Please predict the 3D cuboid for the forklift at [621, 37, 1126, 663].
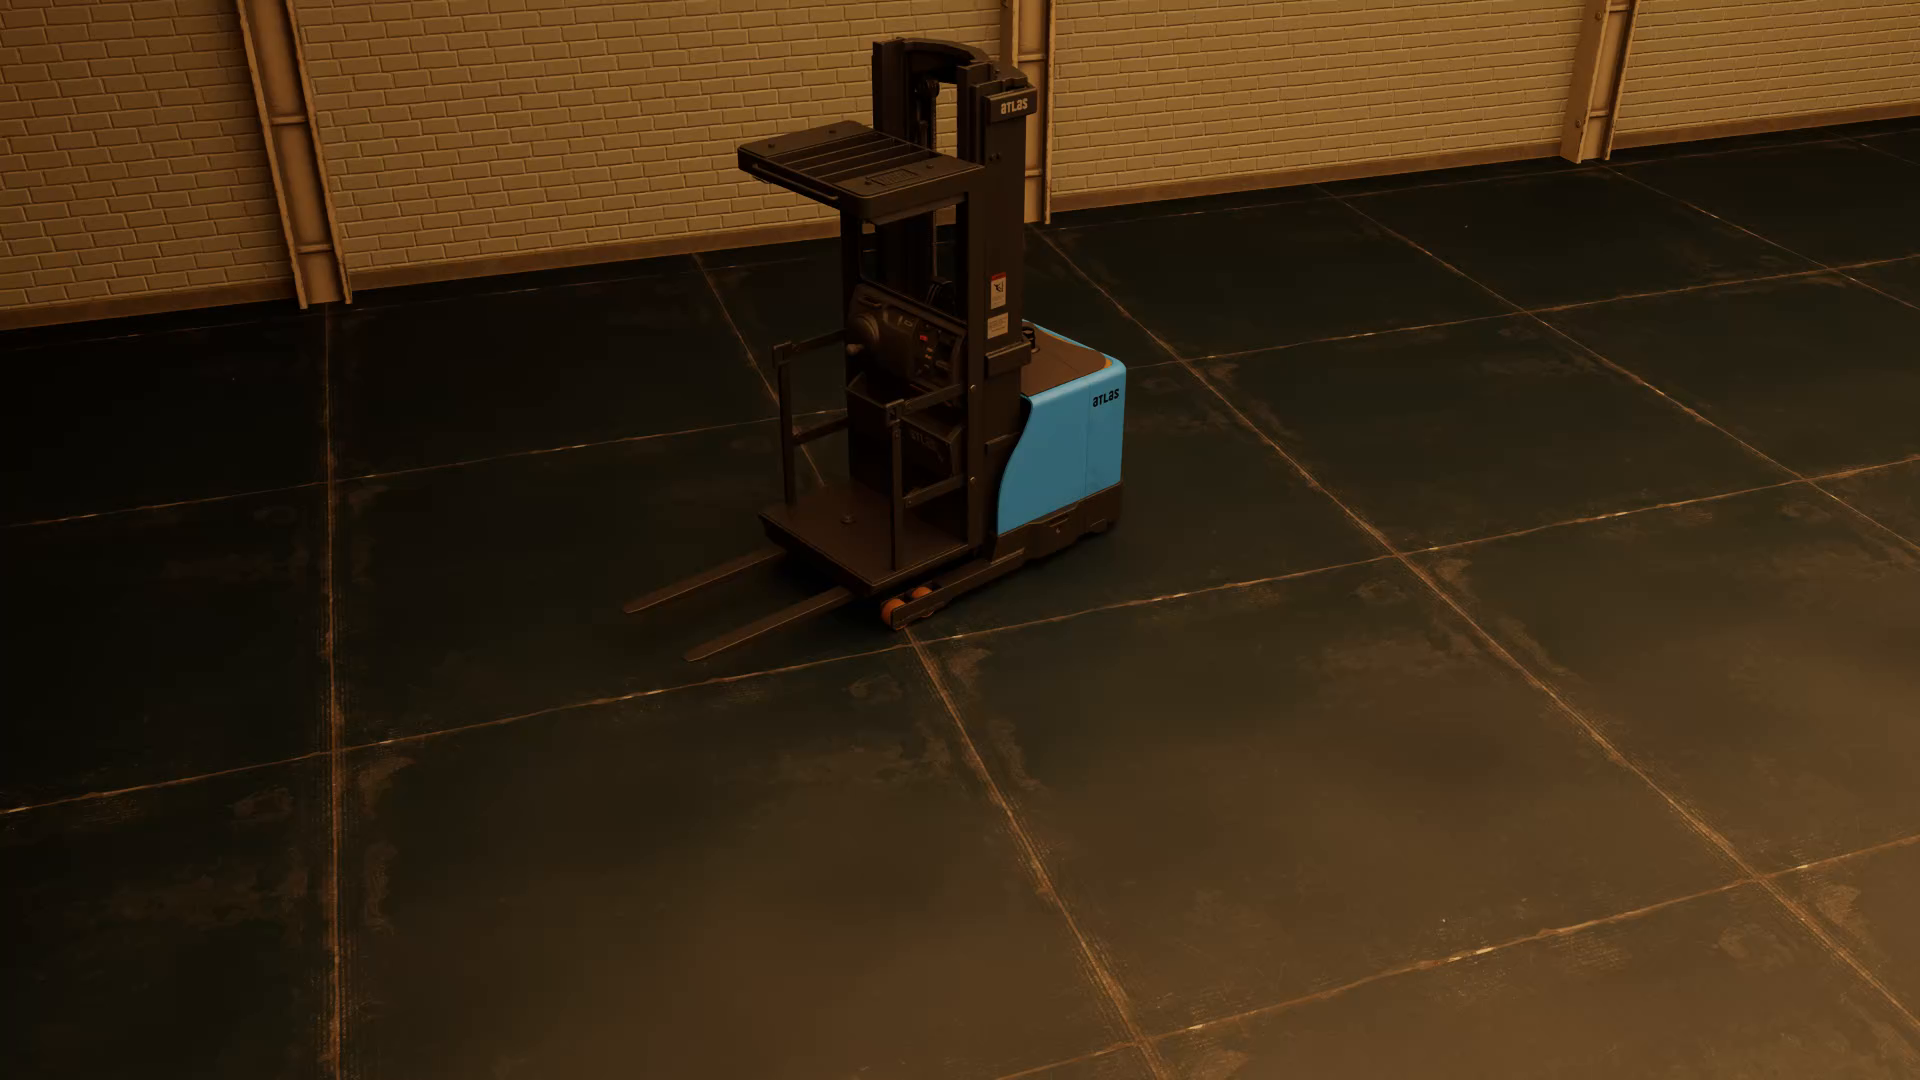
[{"bbox_3d":[-0.461,-1.072,8.951,3.031,2.935,1.130,-23,37,-34],"label":"forklift"}]
